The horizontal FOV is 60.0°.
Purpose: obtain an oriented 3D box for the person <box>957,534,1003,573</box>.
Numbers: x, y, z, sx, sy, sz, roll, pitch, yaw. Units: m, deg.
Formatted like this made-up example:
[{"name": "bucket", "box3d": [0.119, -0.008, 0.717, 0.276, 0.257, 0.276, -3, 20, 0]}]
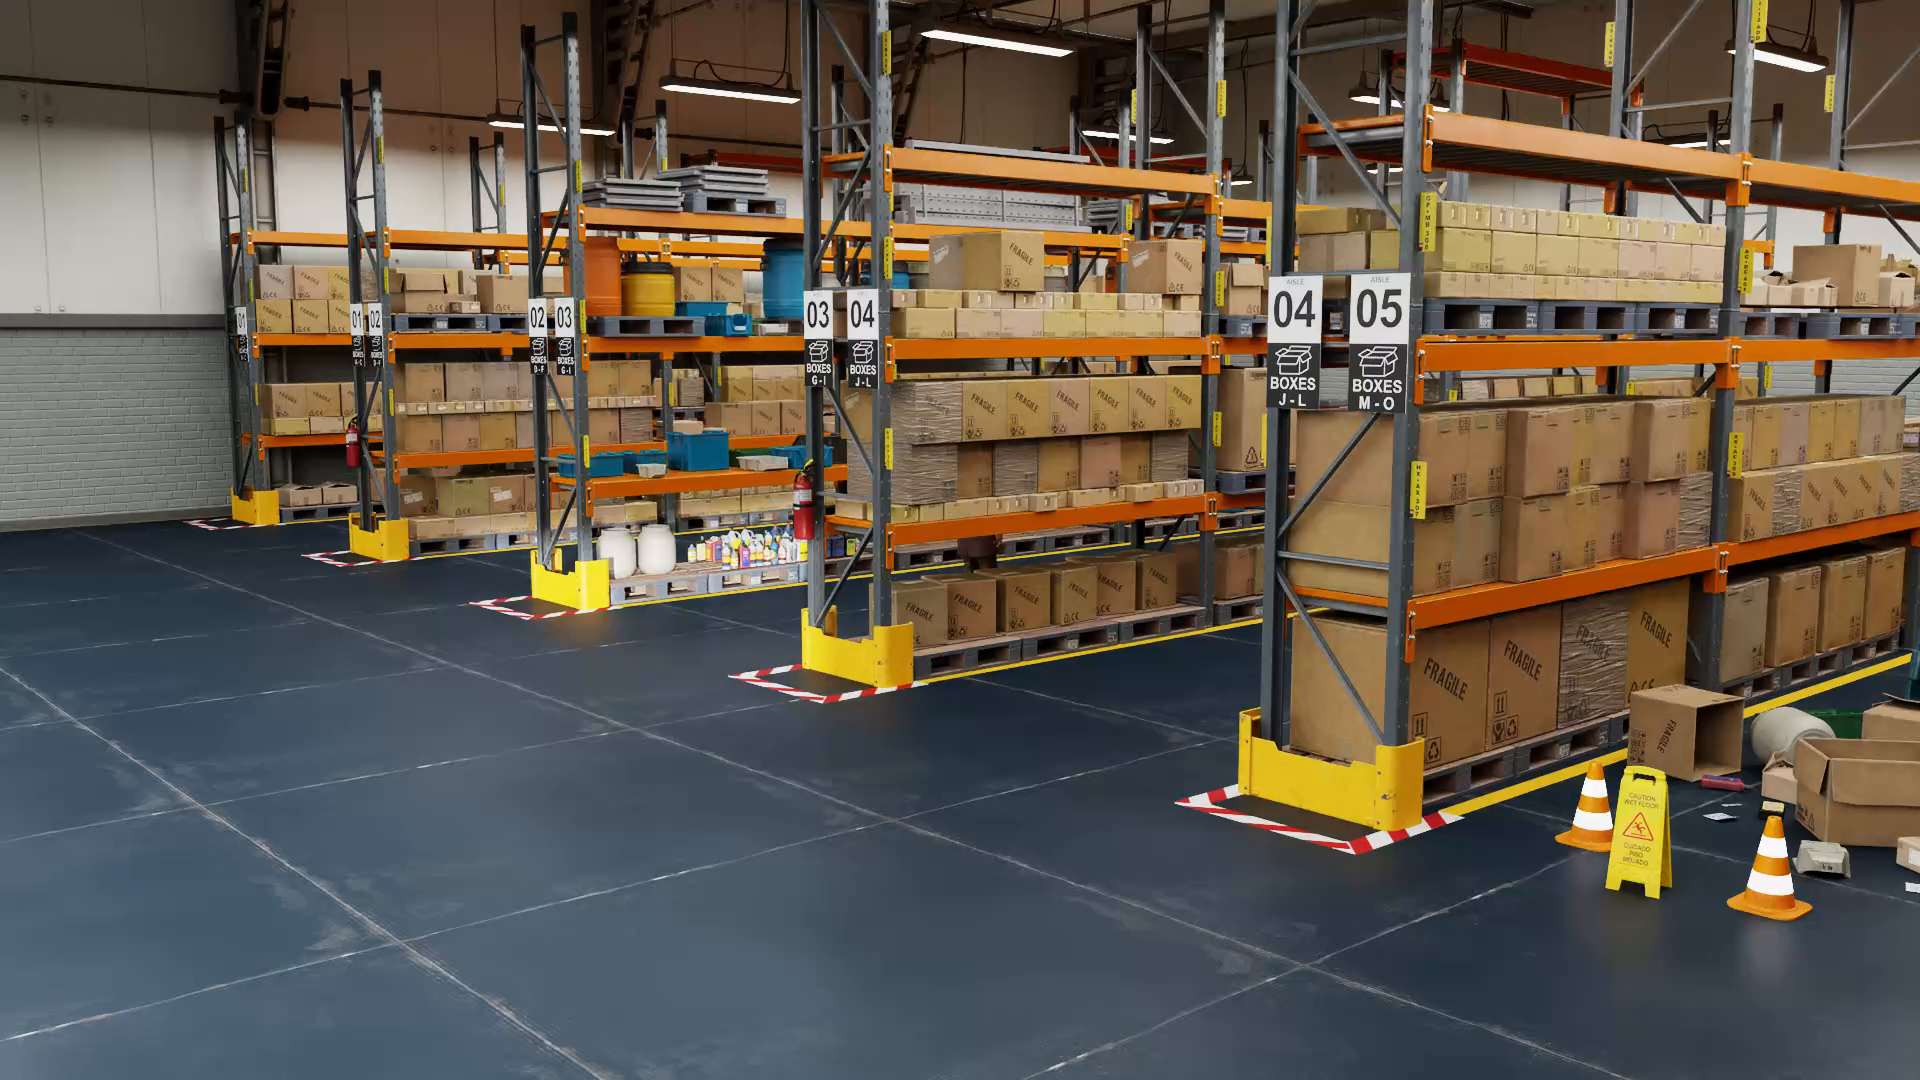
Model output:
[{"name": "person", "box3d": [0.181, -0.086, 16.512, 0.425, 1.774, 0.644, -6, 9, -39]}]
